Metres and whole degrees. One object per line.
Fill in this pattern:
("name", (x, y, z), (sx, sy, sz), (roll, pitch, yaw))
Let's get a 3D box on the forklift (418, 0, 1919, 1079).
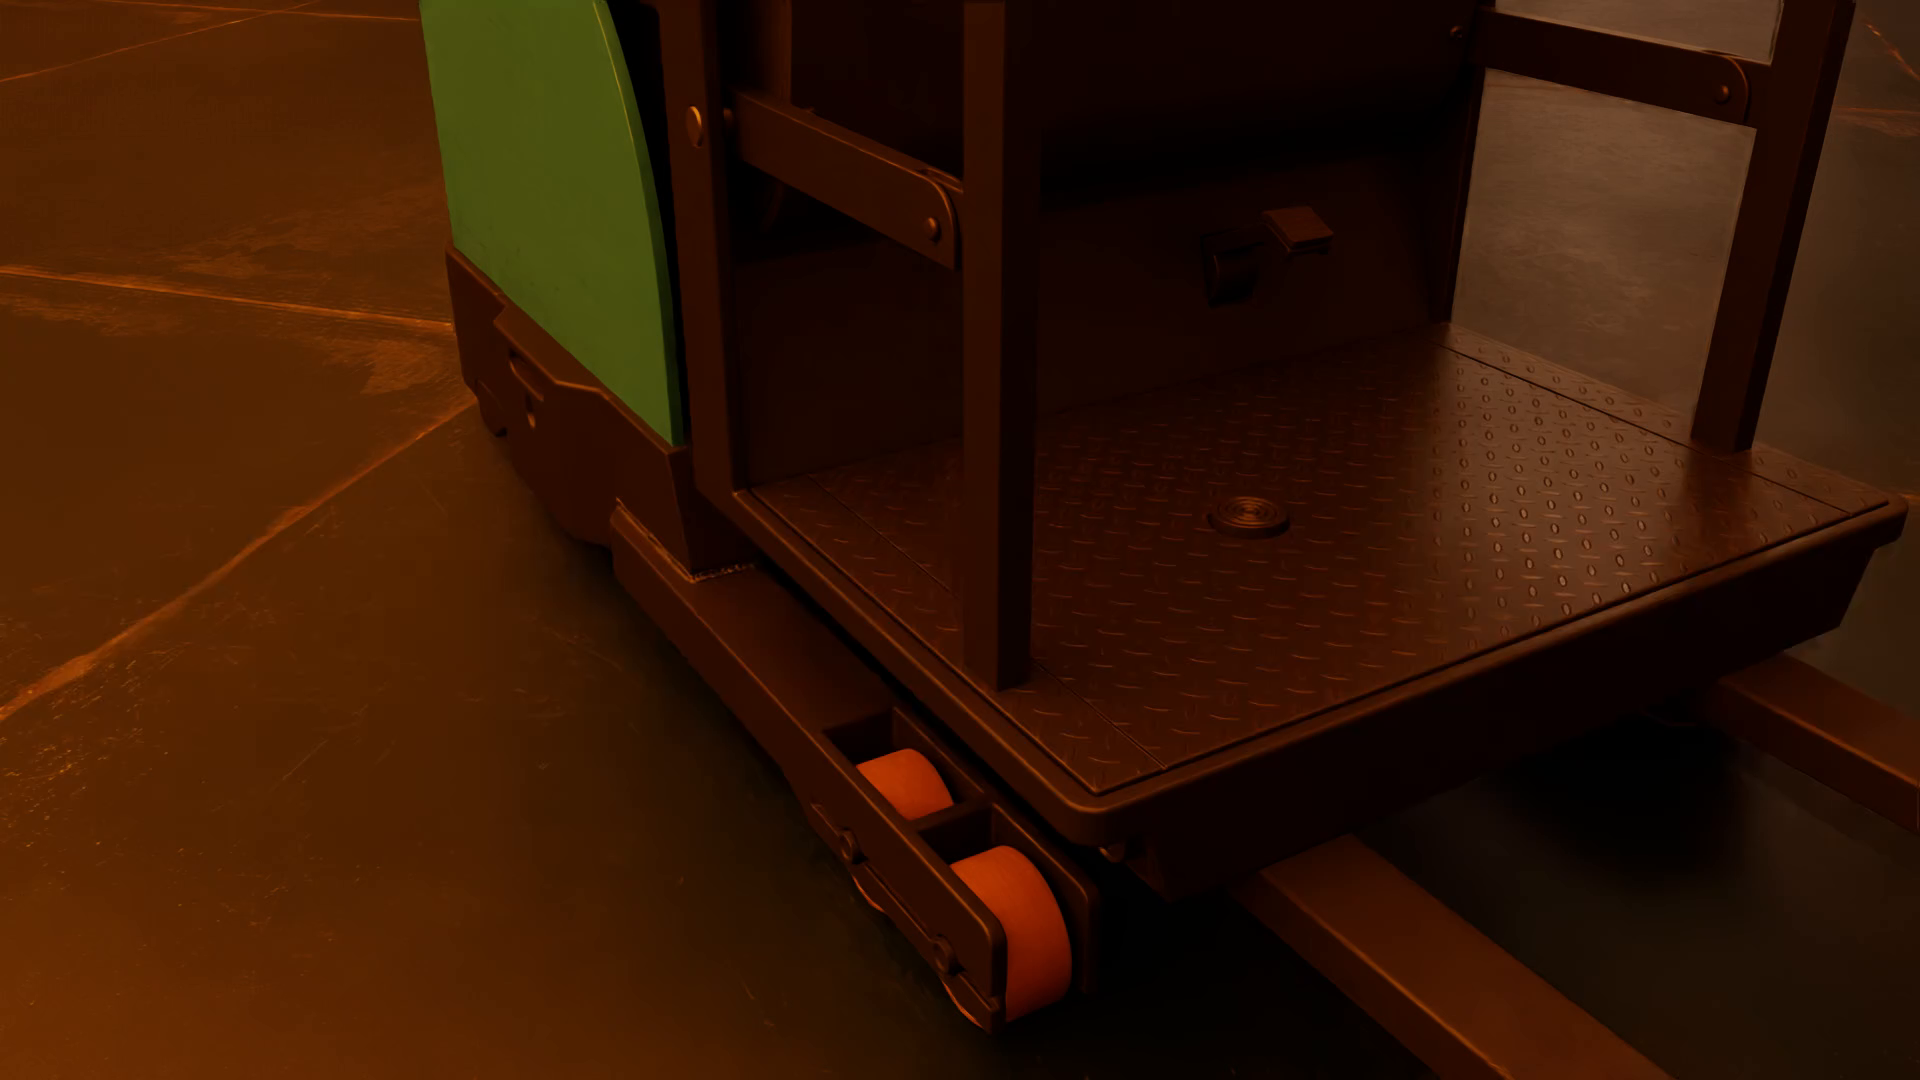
("forklift", (0.319, -1.084, 1.399), (1.130, 2.935, 3.031), (-15, 31, -27))
